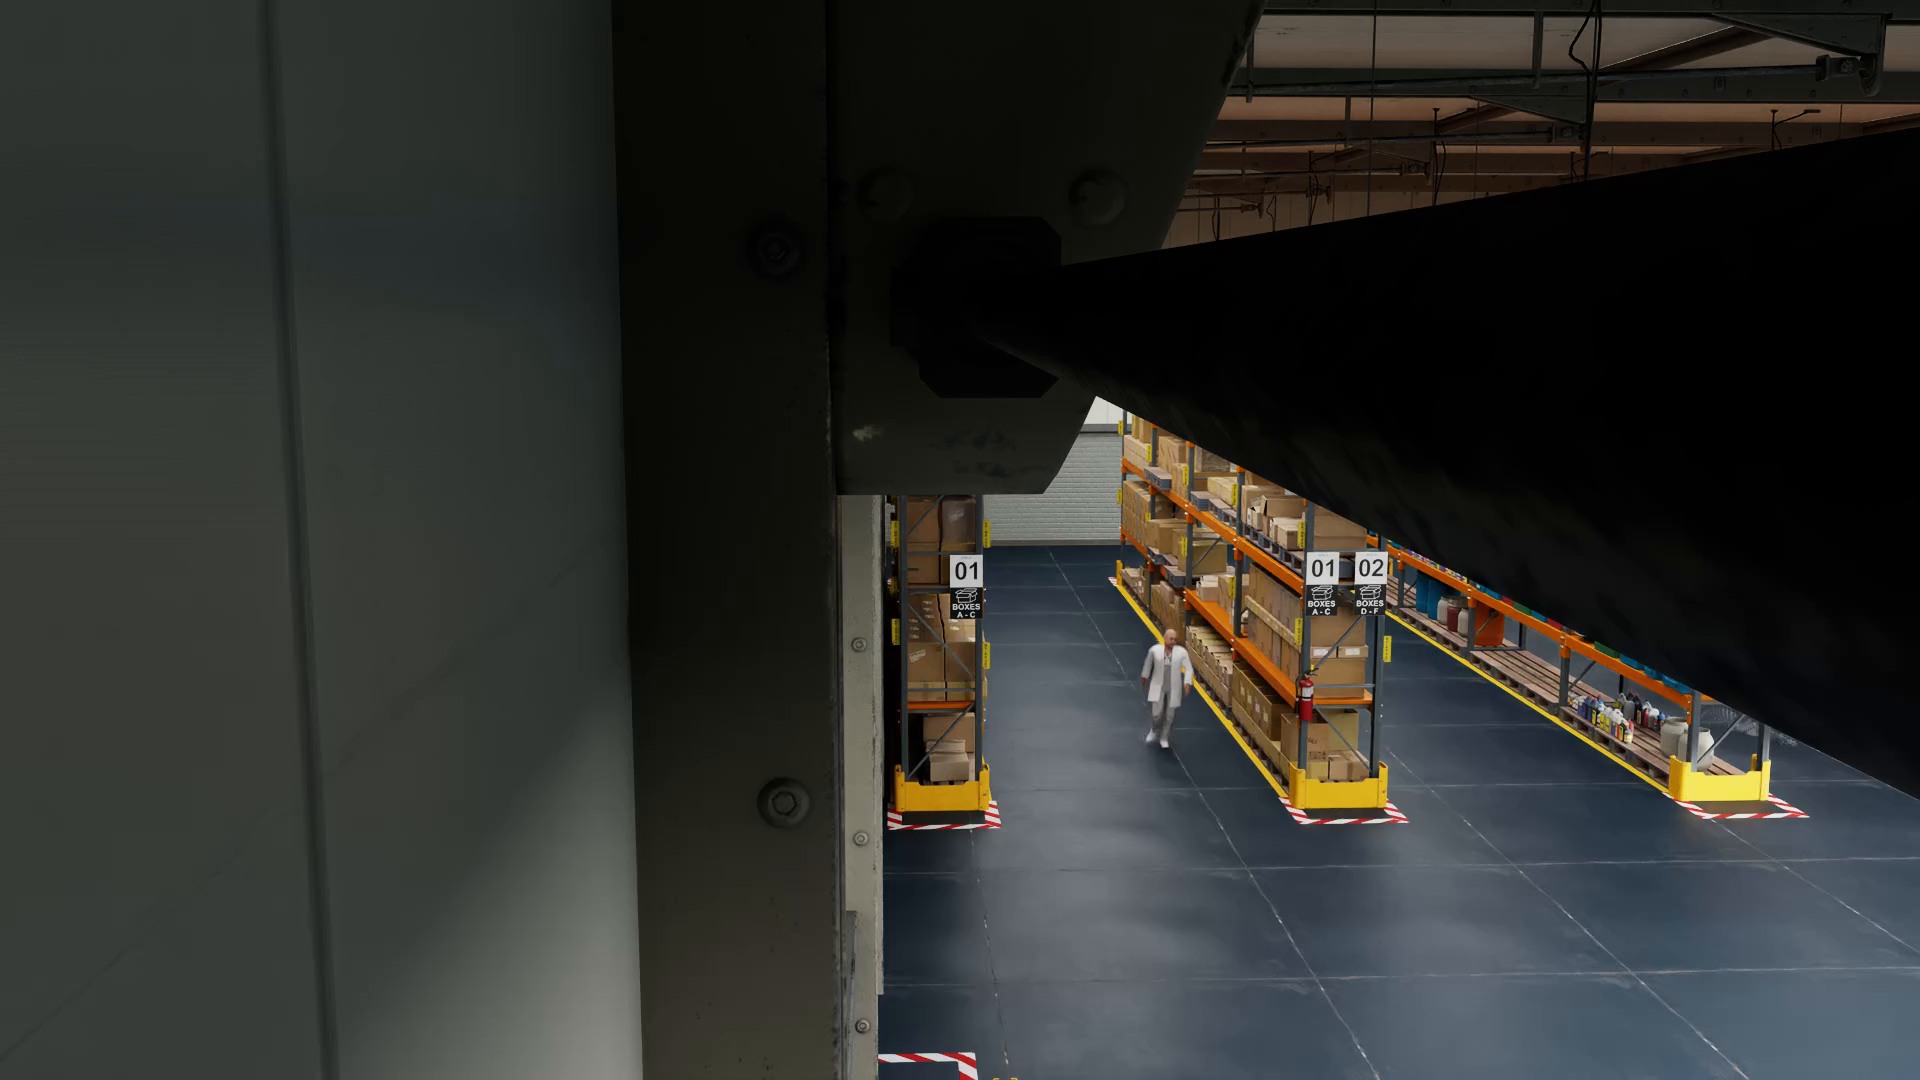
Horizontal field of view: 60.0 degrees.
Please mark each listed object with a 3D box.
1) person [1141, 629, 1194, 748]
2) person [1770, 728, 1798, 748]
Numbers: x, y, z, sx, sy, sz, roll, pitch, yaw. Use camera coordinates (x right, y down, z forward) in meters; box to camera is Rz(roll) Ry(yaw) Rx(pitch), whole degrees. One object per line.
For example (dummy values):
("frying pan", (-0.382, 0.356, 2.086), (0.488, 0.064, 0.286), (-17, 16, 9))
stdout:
("person", (2.878, 2.076, 23.090), (0.706, 1.735, 0.819), (1, 8, 4))
("person", (11.762, 2.049, 23.623), (0.551, 1.630, 0.781), (-2, 9, -16))
